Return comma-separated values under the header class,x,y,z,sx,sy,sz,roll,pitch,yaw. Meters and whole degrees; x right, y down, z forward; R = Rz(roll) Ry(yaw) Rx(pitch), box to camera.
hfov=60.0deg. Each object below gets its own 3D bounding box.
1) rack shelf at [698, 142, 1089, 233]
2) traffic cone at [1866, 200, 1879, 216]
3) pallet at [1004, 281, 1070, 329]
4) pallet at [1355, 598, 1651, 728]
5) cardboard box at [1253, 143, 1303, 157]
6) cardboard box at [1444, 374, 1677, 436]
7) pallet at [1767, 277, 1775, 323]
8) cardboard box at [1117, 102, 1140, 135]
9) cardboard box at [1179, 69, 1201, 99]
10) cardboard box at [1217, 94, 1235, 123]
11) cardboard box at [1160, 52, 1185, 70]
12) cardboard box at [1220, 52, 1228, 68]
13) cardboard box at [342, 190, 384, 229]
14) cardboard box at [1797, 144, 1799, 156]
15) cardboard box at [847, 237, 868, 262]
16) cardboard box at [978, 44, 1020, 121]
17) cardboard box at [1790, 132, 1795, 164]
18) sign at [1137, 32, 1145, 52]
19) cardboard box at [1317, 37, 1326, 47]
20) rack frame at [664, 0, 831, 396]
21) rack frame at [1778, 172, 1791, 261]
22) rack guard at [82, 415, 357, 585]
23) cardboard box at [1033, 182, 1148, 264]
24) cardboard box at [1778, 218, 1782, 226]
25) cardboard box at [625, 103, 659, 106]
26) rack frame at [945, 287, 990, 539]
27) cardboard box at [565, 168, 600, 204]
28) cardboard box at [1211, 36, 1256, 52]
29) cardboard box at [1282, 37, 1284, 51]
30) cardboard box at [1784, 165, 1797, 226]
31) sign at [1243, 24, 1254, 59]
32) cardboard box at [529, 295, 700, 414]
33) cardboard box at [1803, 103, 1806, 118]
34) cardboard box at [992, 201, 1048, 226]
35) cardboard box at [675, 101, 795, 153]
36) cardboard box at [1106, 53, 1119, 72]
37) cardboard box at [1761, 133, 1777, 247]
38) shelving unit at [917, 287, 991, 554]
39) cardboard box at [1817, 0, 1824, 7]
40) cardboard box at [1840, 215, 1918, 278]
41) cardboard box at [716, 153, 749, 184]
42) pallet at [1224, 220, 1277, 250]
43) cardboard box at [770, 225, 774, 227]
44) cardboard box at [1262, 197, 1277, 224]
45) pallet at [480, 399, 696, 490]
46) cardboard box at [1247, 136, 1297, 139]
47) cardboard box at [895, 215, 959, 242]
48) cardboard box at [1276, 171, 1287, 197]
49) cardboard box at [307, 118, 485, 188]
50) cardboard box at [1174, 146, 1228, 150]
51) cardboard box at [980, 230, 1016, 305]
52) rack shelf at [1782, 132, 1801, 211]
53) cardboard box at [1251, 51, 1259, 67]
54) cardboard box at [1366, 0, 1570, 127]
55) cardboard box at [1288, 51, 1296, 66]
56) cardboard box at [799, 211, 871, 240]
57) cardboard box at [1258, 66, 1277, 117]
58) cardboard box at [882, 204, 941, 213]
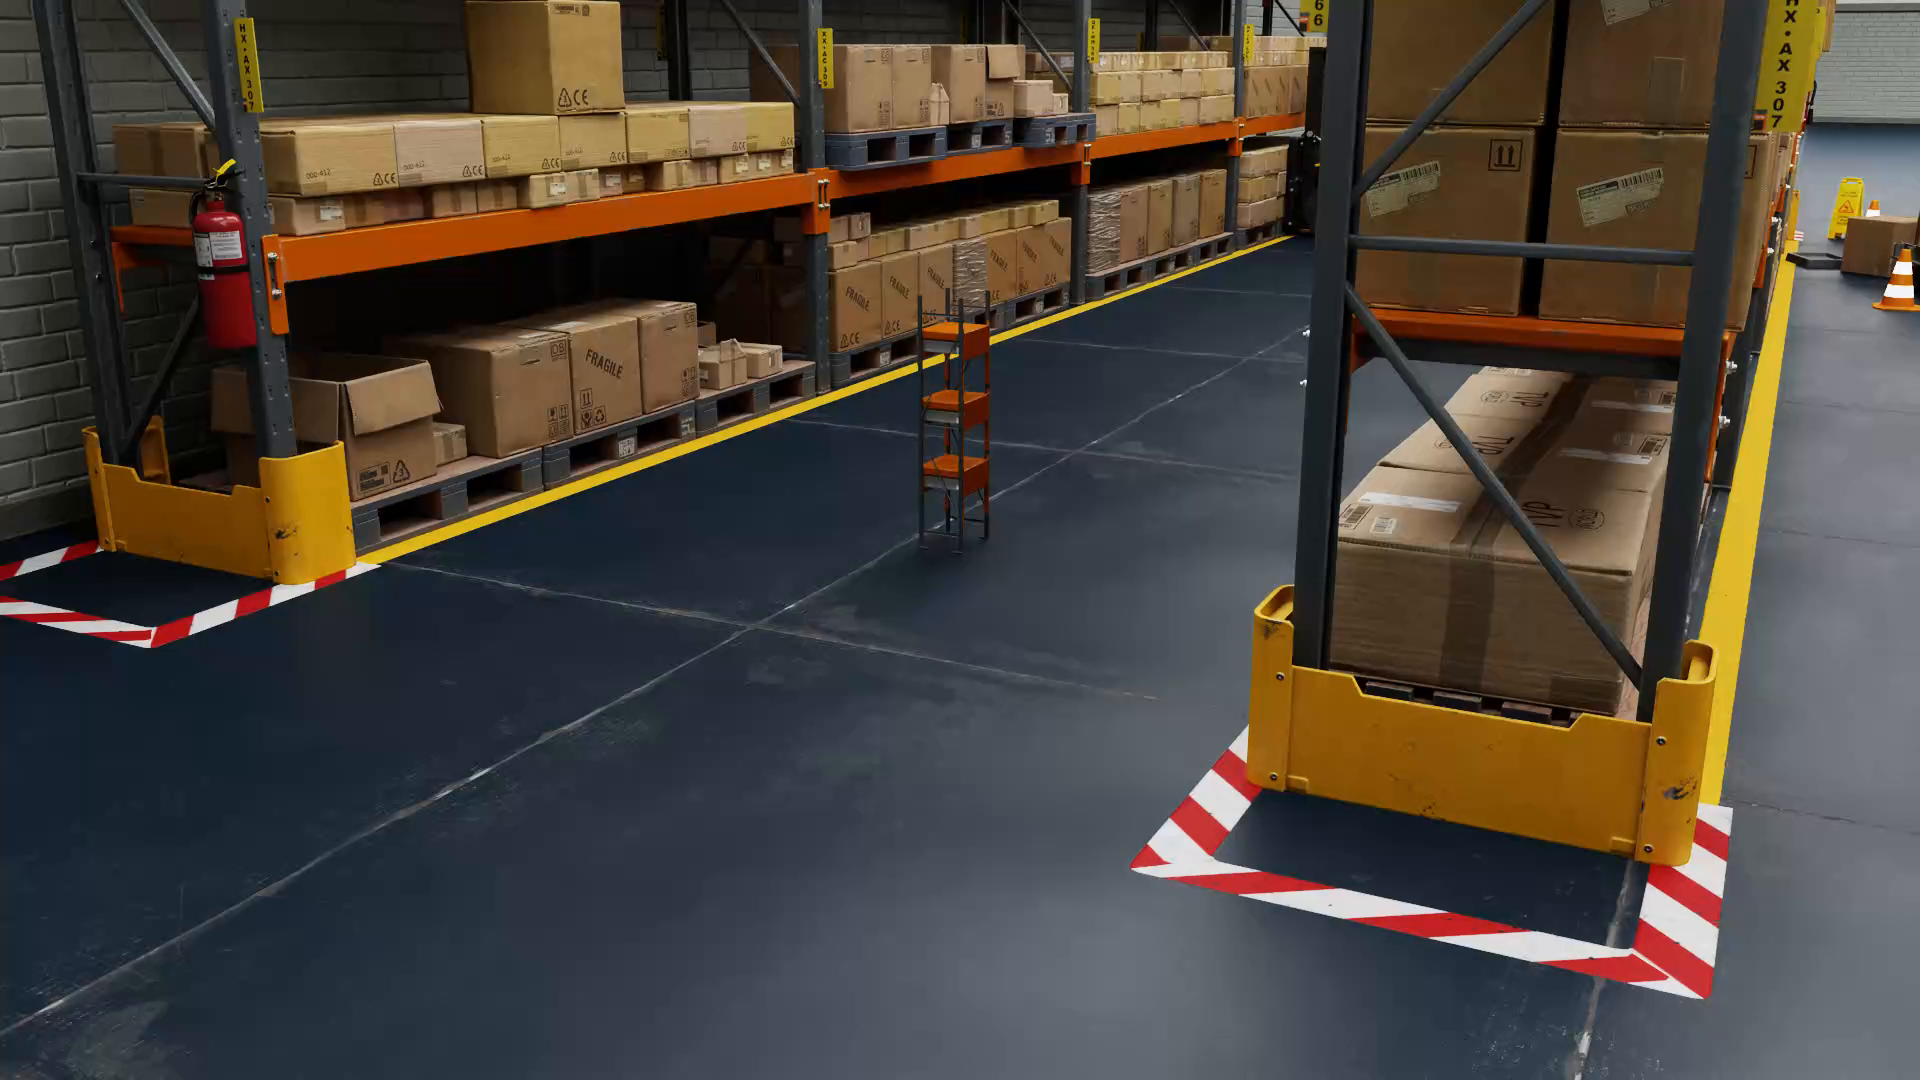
class,x,y,z,sx,sy,sz,roll,pitch,yaw
rack shelf,-0.358,-2.539,11.567,1.077,0.370,4.000,8,18,25
traffic cone,9.514,-3.310,17.357,0.336,0.463,0.334,8,18,25
pallet,0.168,-1.871,12.953,1.003,0.211,1.213,8,18,25
pallet,1.690,0.398,5.312,1.003,0.211,1.213,8,18,25
cardboard box,3.511,-4.248,18.393,0.500,0.250,0.500,8,18,24
cardboard box,2.414,-0.342,6.671,0.875,0.438,0.875,8,18,24
pallet,5.874,-1.934,13.166,1.003,0.211,1.213,8,18,25
cardboard box,1.181,-3.531,13.906,0.500,0.250,0.500,8,18,24
cardboard box,1.875,-4.161,15.149,0.500,0.250,0.500,8,19,26
cardboard box,2.331,-4.178,16.087,0.500,0.250,0.500,9,19,27
cardboard box,1.775,-4.249,14.746,0.380,0.149,0.250,8,18,24
cardboard box,2.369,-4.655,16.115,0.380,0.149,0.250,9,19,27
cardboard box,-2.575,-1.354,6.757,0.380,0.149,0.250,9,19,27
cardboard box,7.725,-3.675,15.765,0.380,0.149,0.250,9,19,29
cardboard box,-0.799,-1.826,10.417,0.380,0.149,0.250,8,18,24
cardboard box,-0.029,-3.205,11.626,0.797,0.503,0.637,8,18,24
cardboard box,4.770,-2.397,10.088,0.500,0.250,0.500,8,19,26
sign,1.825,-4.935,16.712,0.100,0.325,0.005,8,18,25
cardboard box,3.963,-5.677,19.033,0.380,0.149,0.250,9,19,27
rack frame,-1.252,-2.374,9.749,1.000,3.000,0.127,8,18,25
rack frame,6.765,-3.781,14.487,1.000,3.000,0.127,8,18,25
rack guard,-3.006,-0.176,6.740,1.175,0.500,0.348,8,18,25
cardboard box,1.111,-2.781,14.551,0.875,0.625,0.625,9,19,27
cardboard box,6.533,-2.589,14.351,0.950,0.372,0.625,8,18,26
cardboard box,-1.933,-2.224,8.986,0.500,0.250,0.500,8,18,25
rack frame,0.031,-0.521,6.934,0.200,1.050,0.008,8,18,25
cardboard box,-1.928,-1.675,7.837,0.380,0.149,0.250,9,19,27
cardboard box,2.730,-4.957,16.607,0.380,0.149,0.250,9,19,26
cardboard box,3.235,-5.295,17.746,0.380,0.149,0.250,8,18,25
cardboard box,7.270,-3.140,15.102,0.500,0.500,0.500,9,19,28
sign,2.812,-4.862,16.232,0.100,0.325,0.005,8,18,25
cardboard box,-1.801,-0.979,8.706,0.700,0.500,0.500,7,18,23
cardboard box,8.341,-4.347,16.832,0.380,0.149,0.250,8,19,26
cardboard box,0.447,-2.476,12.604,0.380,0.149,0.250,7,18,23
cardboard box,-1.261,-2.284,9.187,0.500,0.250,0.500,9,19,27
cardboard box,1.059,-3.864,13.450,0.380,0.149,0.250,9,19,27
cardboard box,2.527,-1.248,5.781,0.500,0.500,0.500,9,19,27
shelving unit,-0.024,-0.490,6.829,0.215,1.050,0.252,8,18,25
cardboard box,7.155,-4.536,14.573,0.700,0.500,0.500,8,18,25
cardboard box,8.461,-2.684,15.179,0.500,0.500,0.500,-7,18,-22
cardboard box,-1.360,-2.002,8.938,0.380,0.149,0.250,9,19,27
pallet,2.715,-3.272,17.671,1.003,0.211,1.213,8,18,25
cardboard box,-1.041,-2.018,11.063,0.380,0.149,0.250,7,18,23
cardboard box,3.048,-3.507,17.657,0.500,0.250,0.500,8,18,24
pallet,-2.104,-0.551,8.508,1.003,0.211,1.213,8,18,25
cardboard box,3.726,-4.695,19.899,0.500,0.250,0.500,8,18,25
cardboard box,-0.232,-2.159,11.537,0.380,0.149,0.250,8,18,26
cardboard box,3.273,-3.874,18.012,0.500,0.250,0.500,8,18,25
cardboard box,-2.371,-1.636,7.004,0.500,0.250,0.500,8,18,26
cardboard box,2.582,-4.055,17.745,0.500,0.250,0.500,8,18,25
cardboard box,0.074,-2.001,12.146,0.500,0.500,0.500,9,19,28
rack shelf,5.871,-2.927,12.874,1.077,0.370,4.000,8,18,25
cardboard box,2.815,-4.885,16.887,0.380,0.149,0.250,9,19,27
cardboard box,1.405,-1.405,4.555,0.500,0.500,0.500,9,19,27
cardboard box,3.409,-5.210,17.982,0.380,0.149,0.250,8,18,24
cardboard box,-0.781,-1.961,10.348,0.380,0.149,0.250,7,18,23
cardboard box,2.972,-4.674,17.318,0.500,0.500,0.500,8,19,26
cardboard box,-0.363,-2.419,12.412,0.380,0.149,0.250,7,18,23
